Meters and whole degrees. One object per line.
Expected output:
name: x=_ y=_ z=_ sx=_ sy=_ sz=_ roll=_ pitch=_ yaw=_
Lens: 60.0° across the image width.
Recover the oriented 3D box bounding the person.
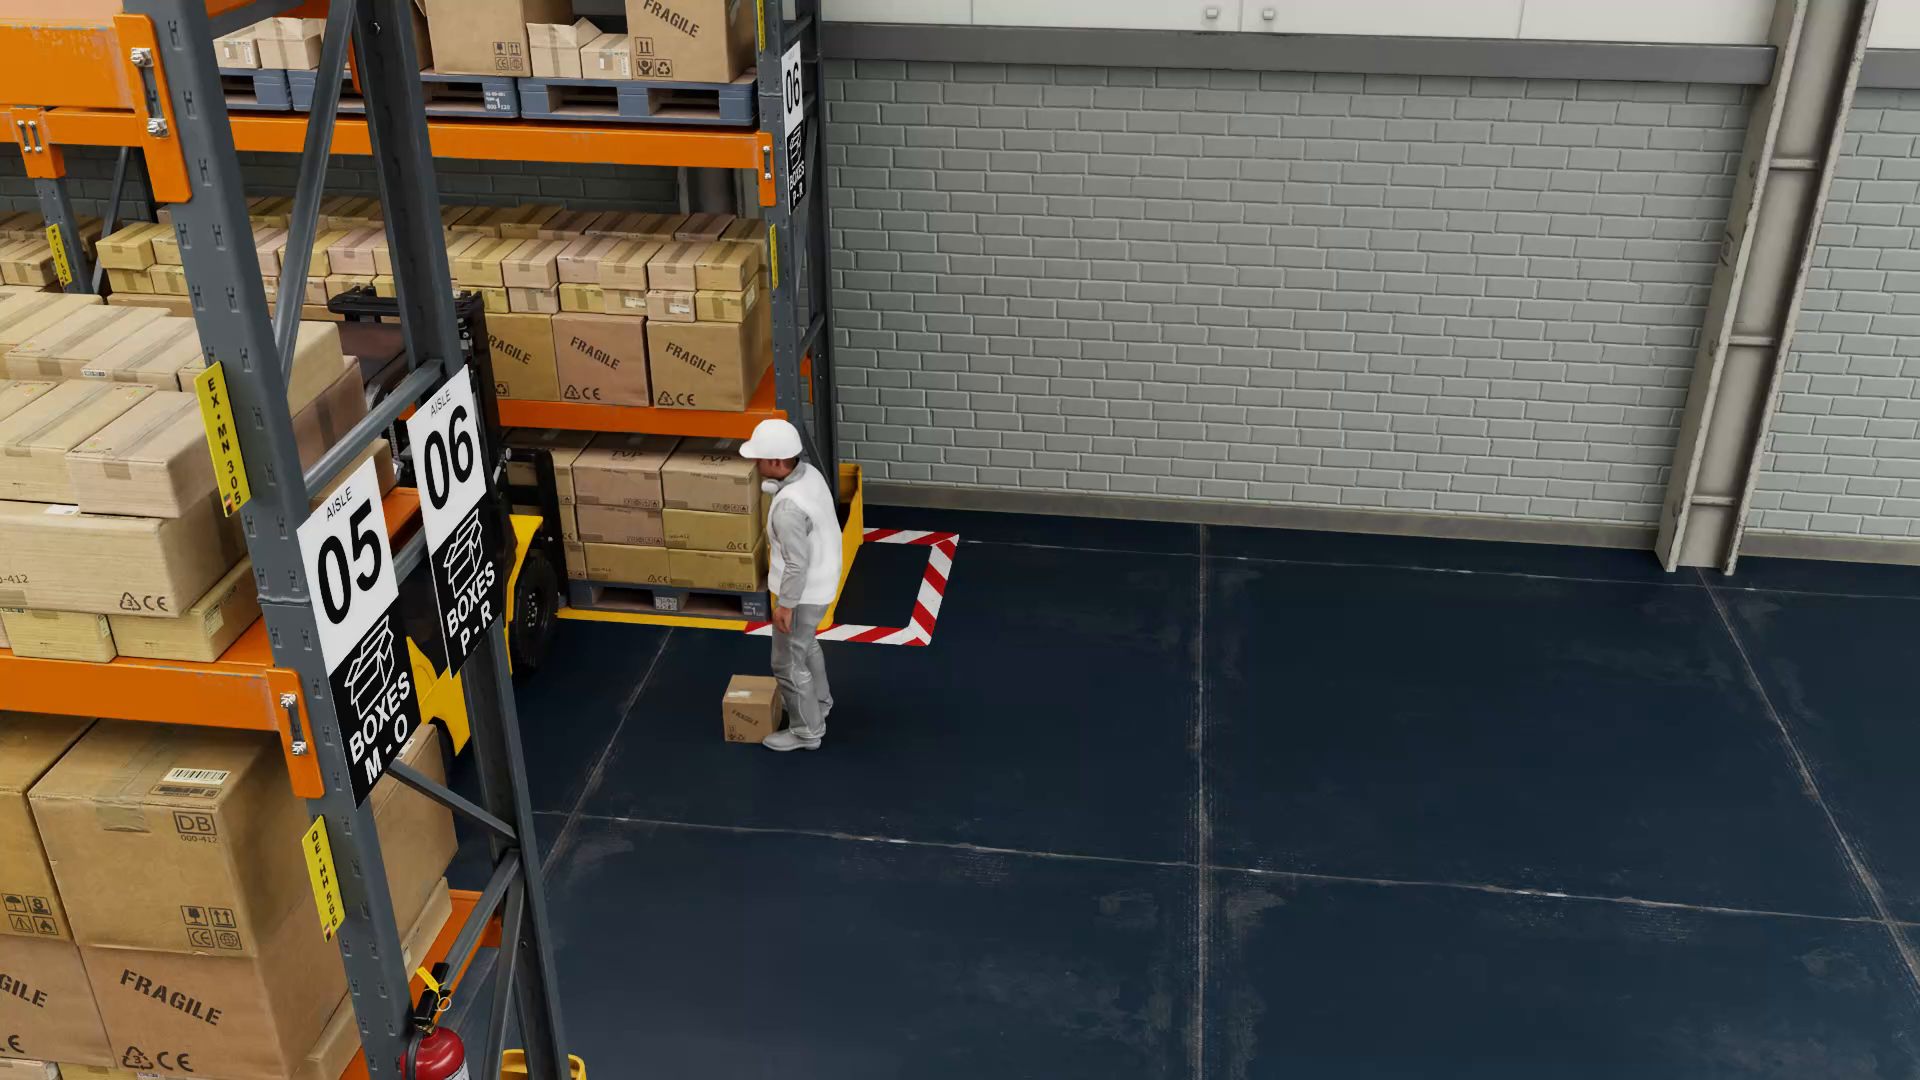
person: x=-0.812 y=0.219 z=8.187 sx=0.457 sy=1.770 sz=0.592 roll=2 pitch=28 yaw=4
